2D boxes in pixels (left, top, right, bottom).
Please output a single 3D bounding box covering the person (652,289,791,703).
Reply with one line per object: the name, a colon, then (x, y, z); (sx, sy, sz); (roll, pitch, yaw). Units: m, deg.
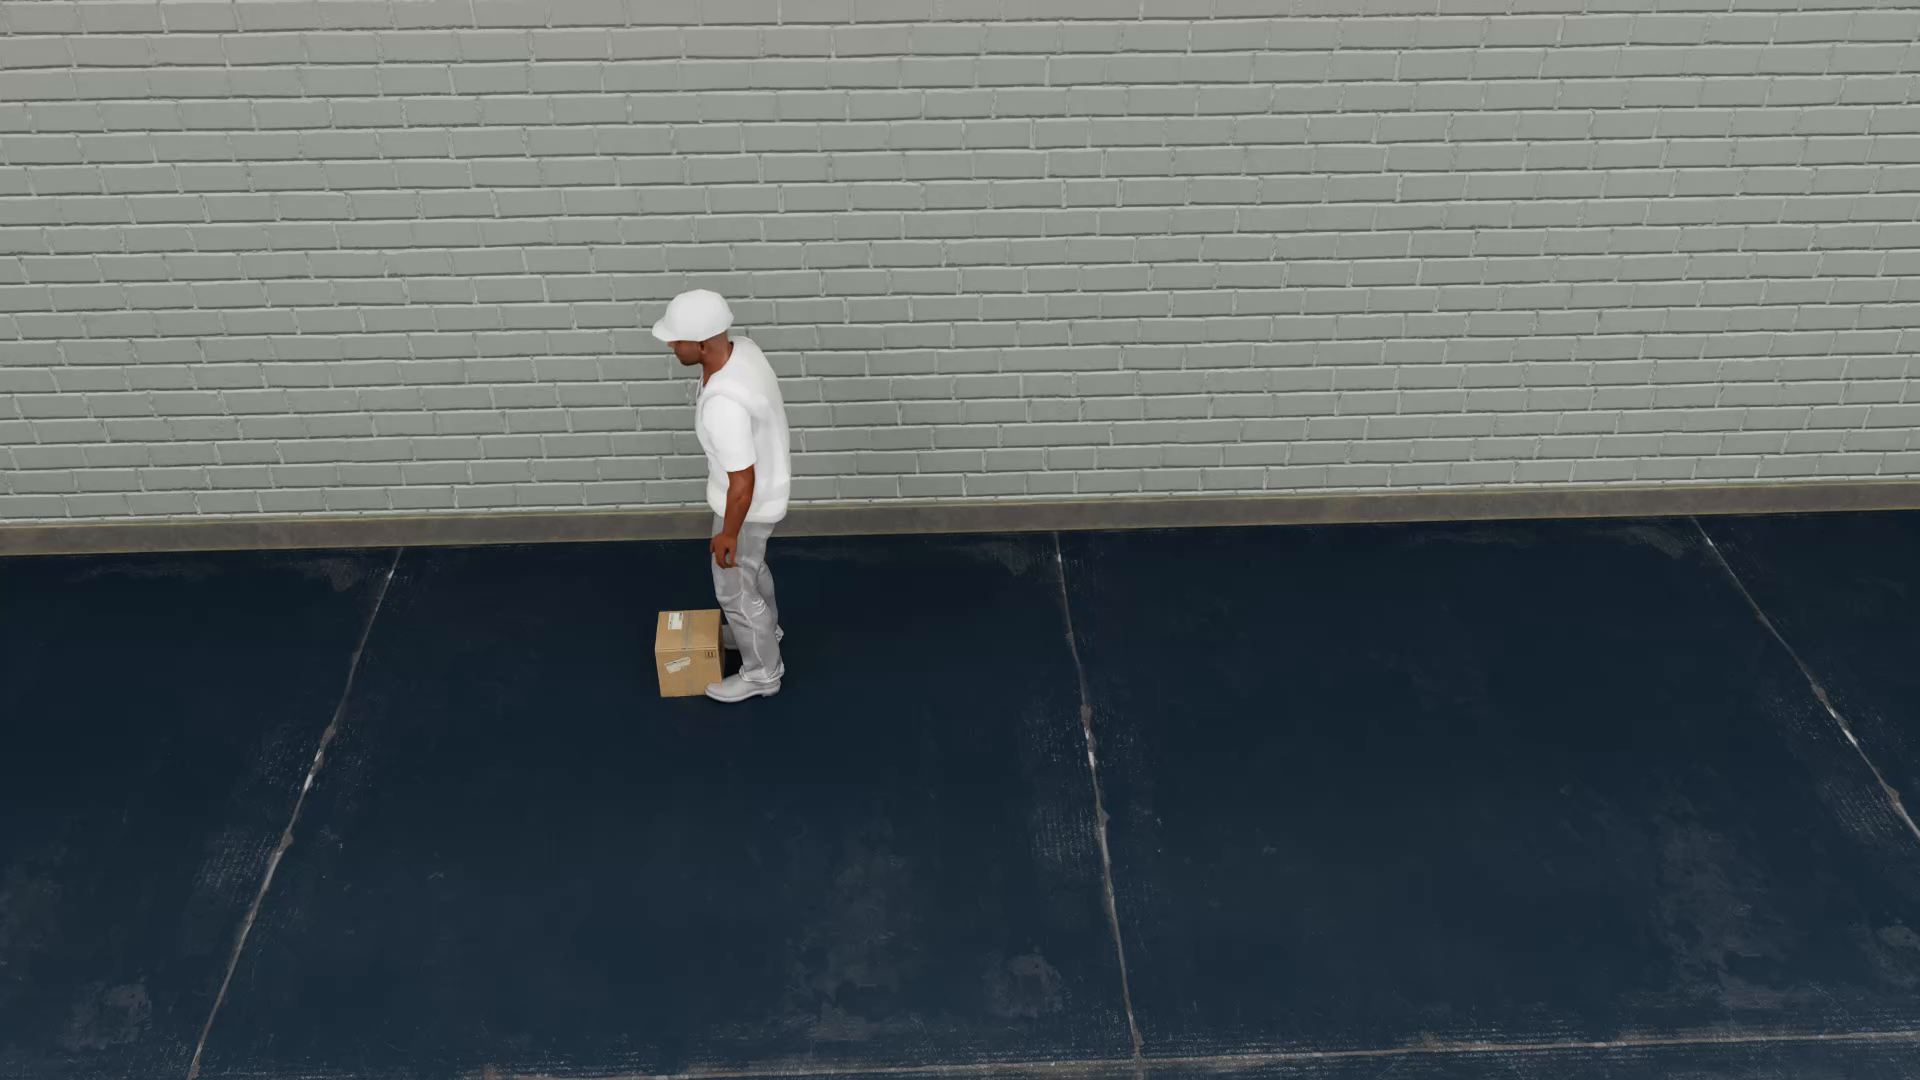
person: (-0.869, -0.173, 6.376); (0.460, 1.760, 0.625); (-2, 35, -3)
